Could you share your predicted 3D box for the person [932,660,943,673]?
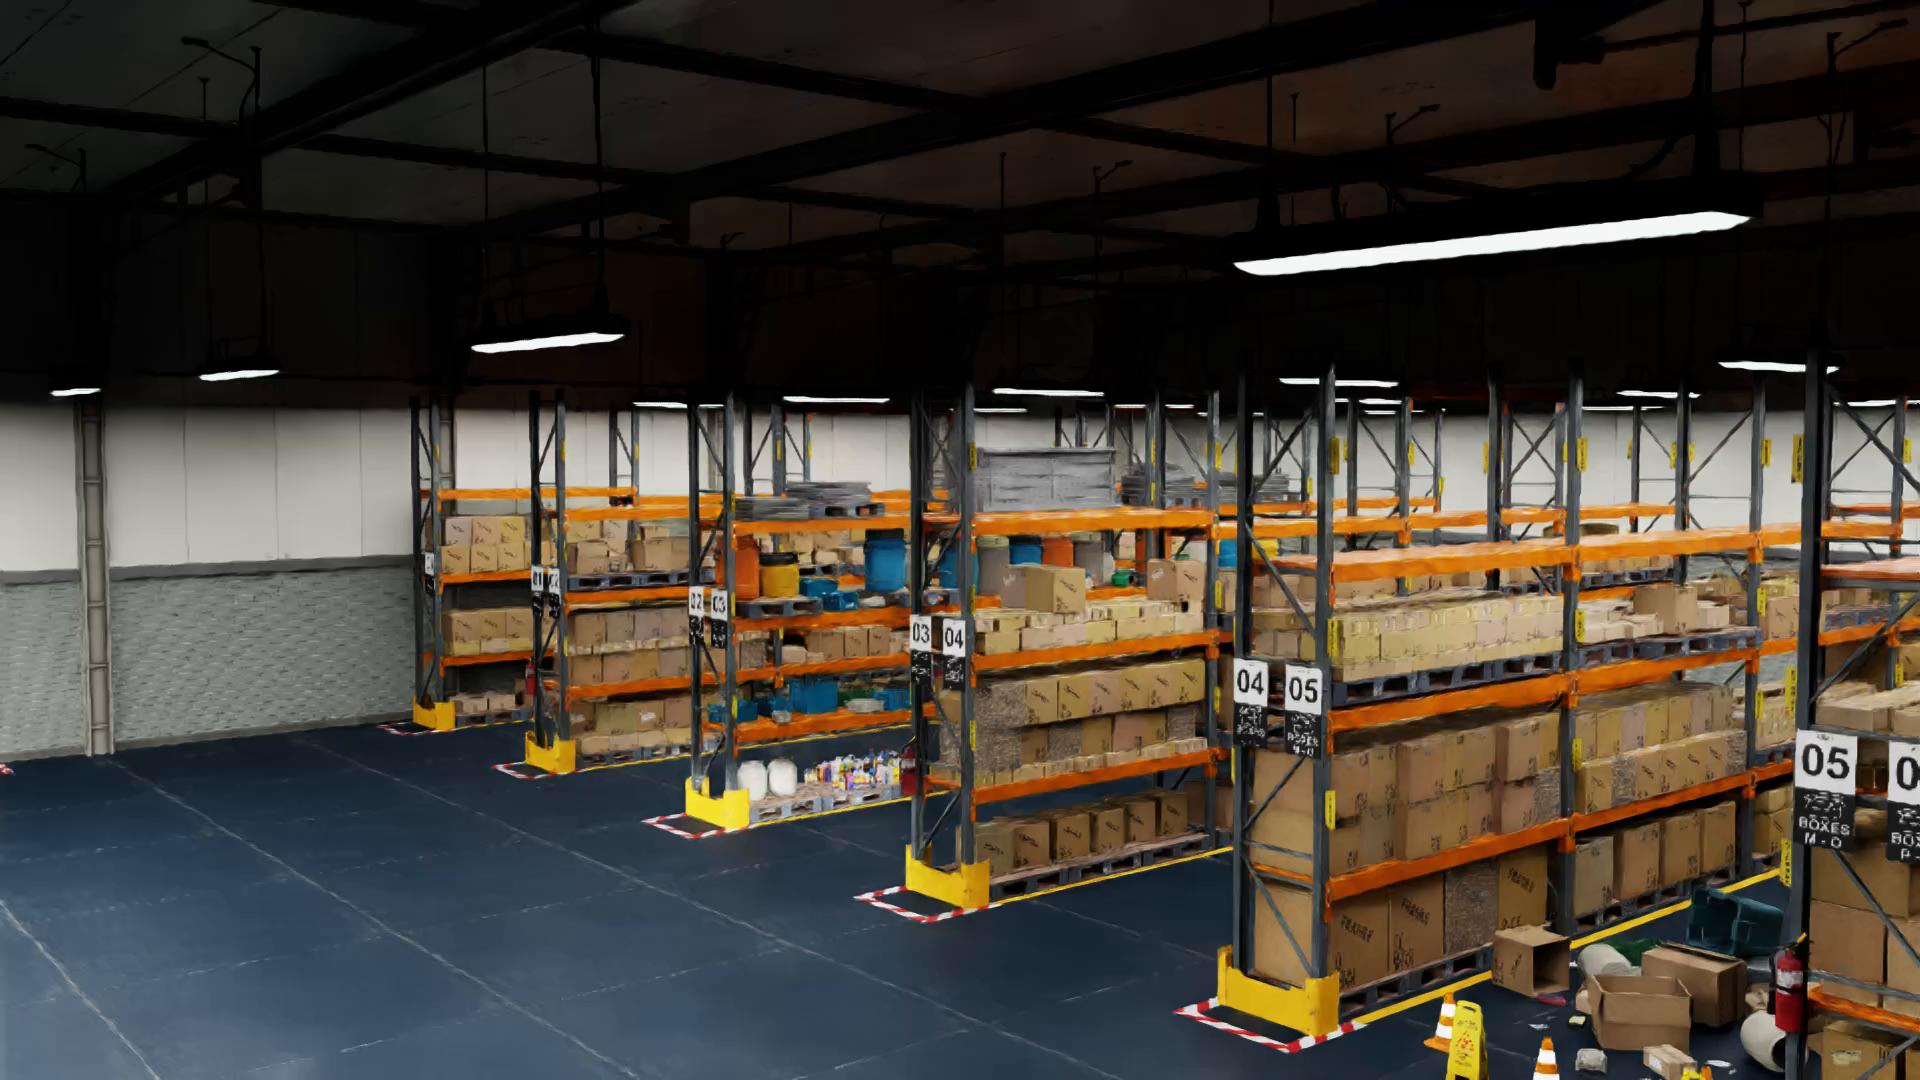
[{"bbox_3d":[-0.381,2.279,33.556,0.616,1.785,0.492,-1,3,-11],"label":"person"}]
